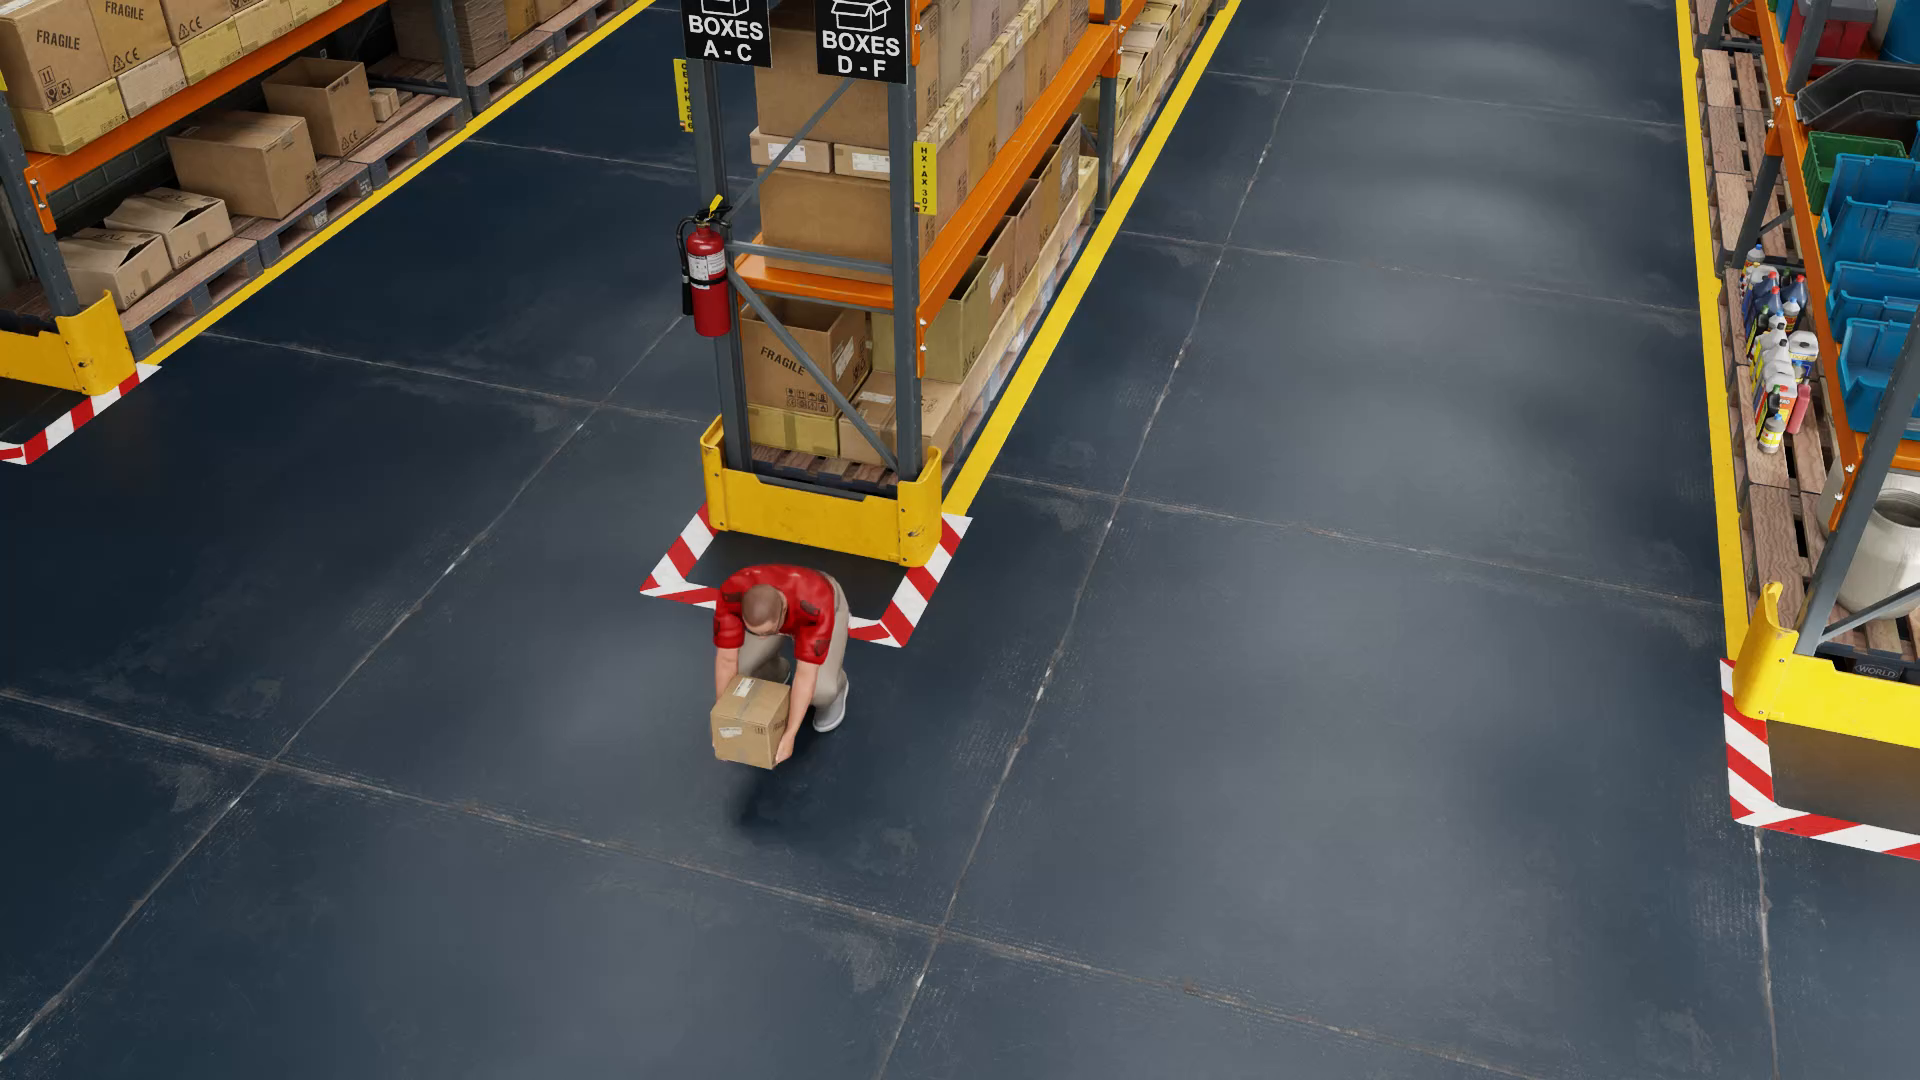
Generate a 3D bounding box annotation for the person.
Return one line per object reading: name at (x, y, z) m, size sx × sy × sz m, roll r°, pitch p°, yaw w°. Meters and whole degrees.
person at (-0.750, 0.420, 6.976) m, size 0.540 × 0.988 × 0.885 m, roll 10°, pitch 38°, yaw 13°
